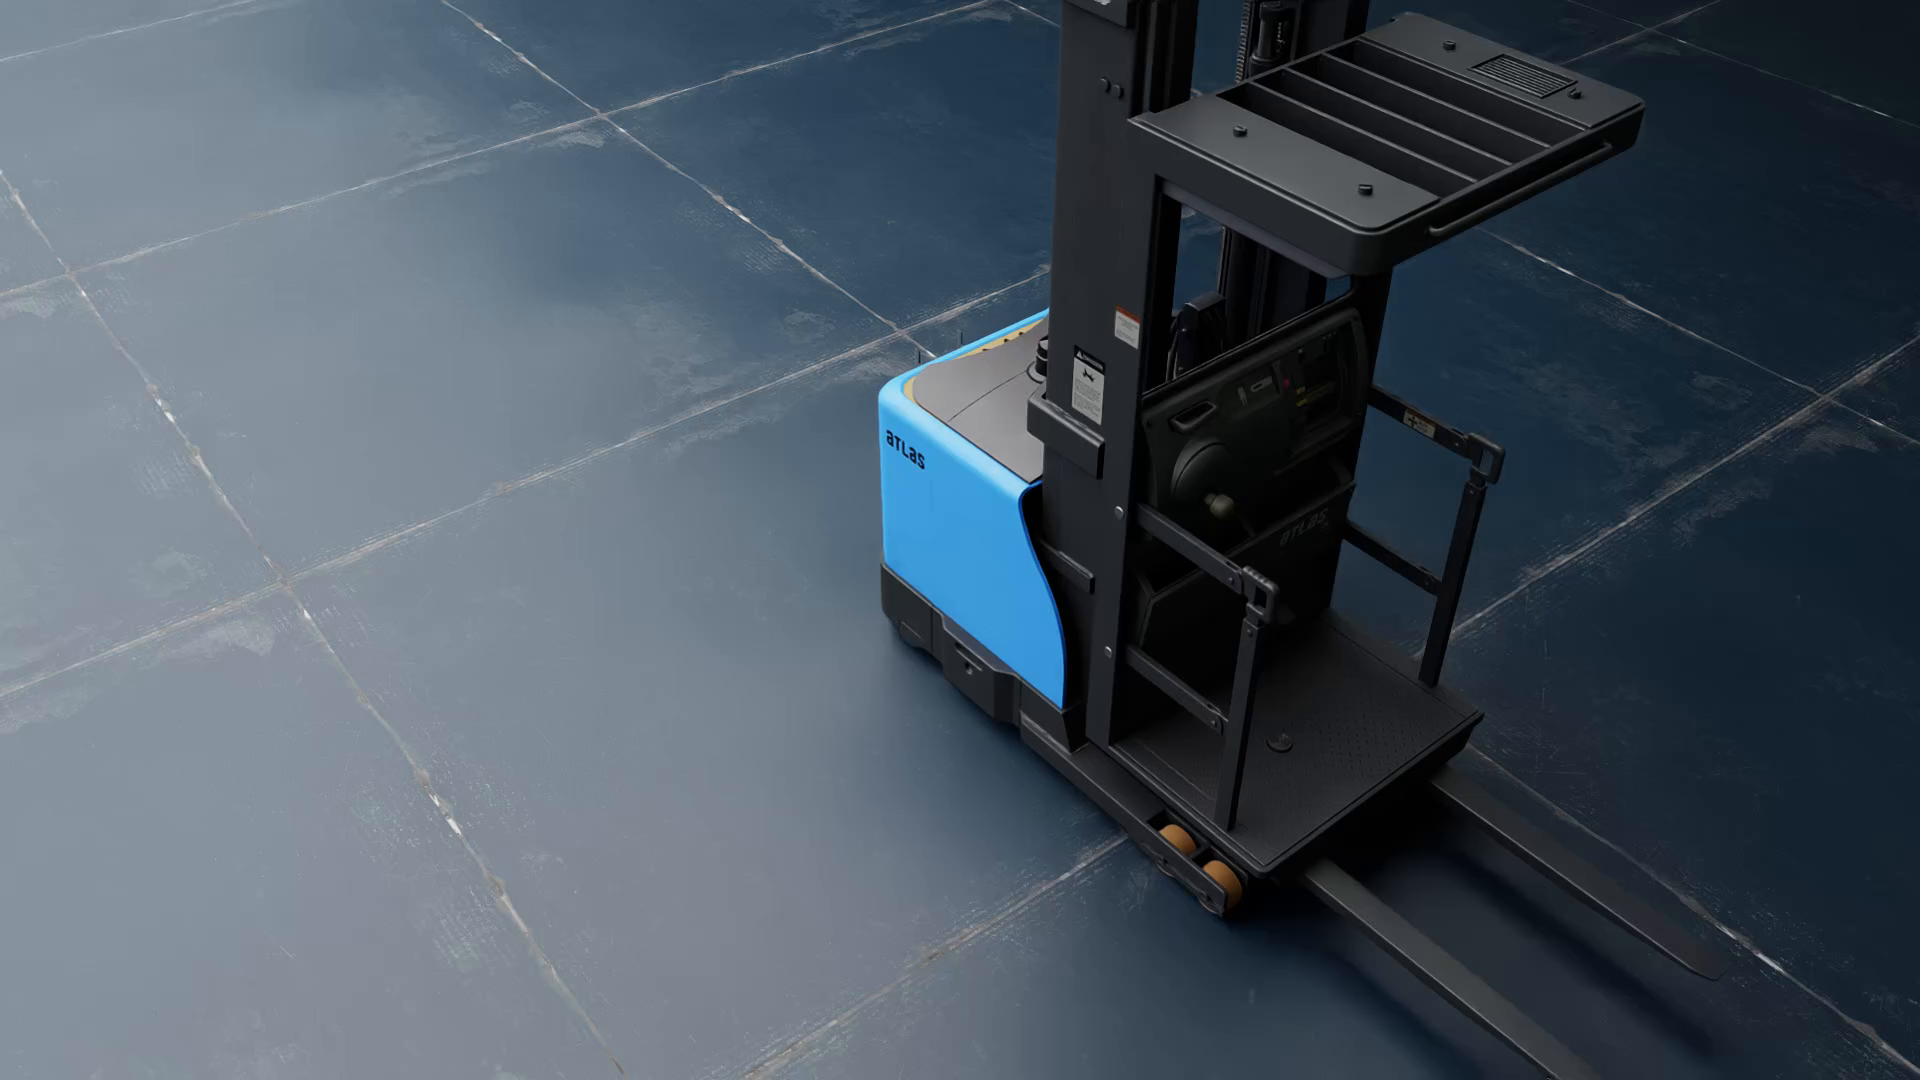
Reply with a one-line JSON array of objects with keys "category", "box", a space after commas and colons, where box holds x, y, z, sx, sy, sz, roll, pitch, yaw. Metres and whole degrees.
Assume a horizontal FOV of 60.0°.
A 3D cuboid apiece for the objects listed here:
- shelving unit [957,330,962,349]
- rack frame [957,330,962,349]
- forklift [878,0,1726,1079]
[{"category": "shelving unit", "box": [-0.009, -0.348, 6.464, 0.205, 0.900, 0.258, -27, 47, -29]}, {"category": "rack frame", "box": [0.068, -0.388, 6.513, 0.006, 0.900, 0.240, -27, 47, -29]}, {"category": "forklift", "box": [1.025, -0.284, 4.835, 1.129, 2.867, 3.031, -28, 47, -29]}]
